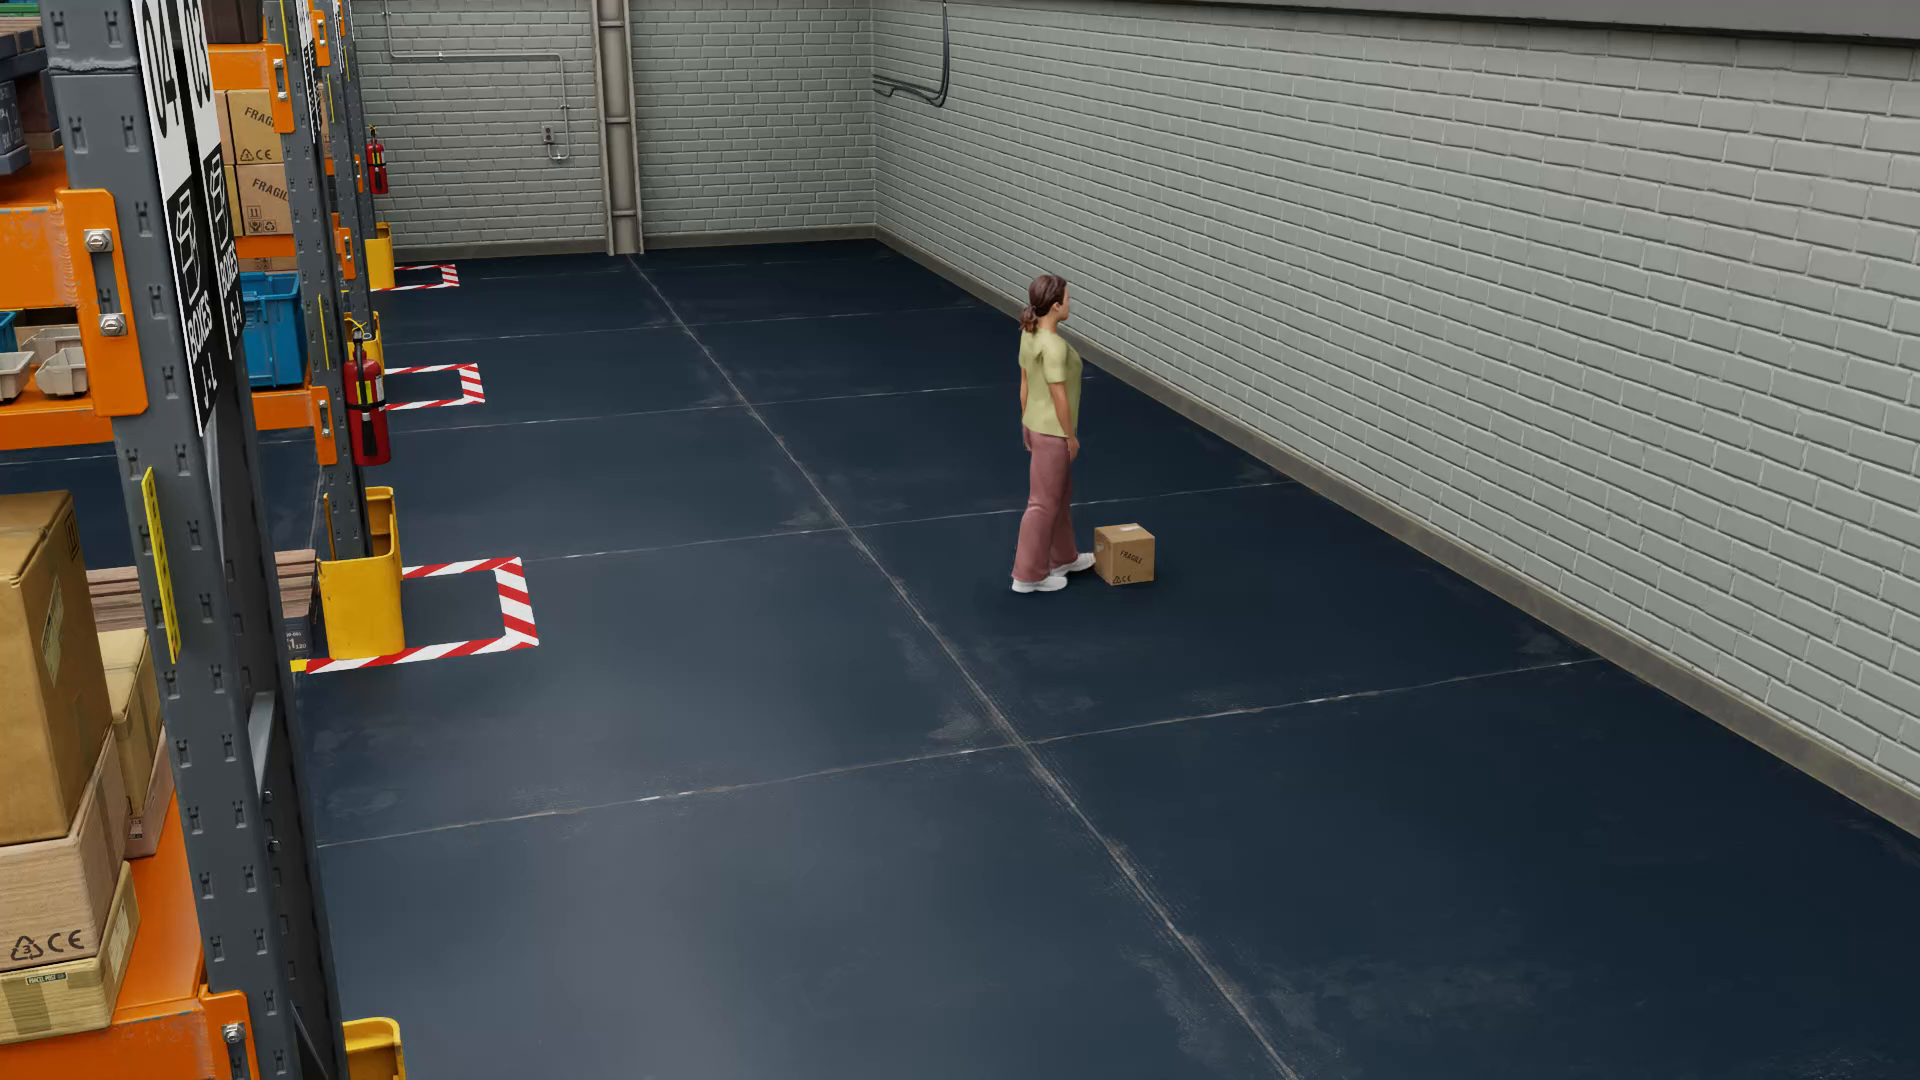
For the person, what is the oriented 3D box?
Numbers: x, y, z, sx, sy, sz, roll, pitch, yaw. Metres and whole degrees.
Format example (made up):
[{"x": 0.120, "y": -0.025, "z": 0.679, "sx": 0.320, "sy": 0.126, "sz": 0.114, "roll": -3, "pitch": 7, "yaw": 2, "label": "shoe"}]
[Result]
[{"x": 0.521, "y": -0.553, "z": 8.660, "sx": 0.554, "sy": 1.667, "sz": 0.447, "roll": -5, "pitch": 20, "yaw": -15, "label": "person"}]
